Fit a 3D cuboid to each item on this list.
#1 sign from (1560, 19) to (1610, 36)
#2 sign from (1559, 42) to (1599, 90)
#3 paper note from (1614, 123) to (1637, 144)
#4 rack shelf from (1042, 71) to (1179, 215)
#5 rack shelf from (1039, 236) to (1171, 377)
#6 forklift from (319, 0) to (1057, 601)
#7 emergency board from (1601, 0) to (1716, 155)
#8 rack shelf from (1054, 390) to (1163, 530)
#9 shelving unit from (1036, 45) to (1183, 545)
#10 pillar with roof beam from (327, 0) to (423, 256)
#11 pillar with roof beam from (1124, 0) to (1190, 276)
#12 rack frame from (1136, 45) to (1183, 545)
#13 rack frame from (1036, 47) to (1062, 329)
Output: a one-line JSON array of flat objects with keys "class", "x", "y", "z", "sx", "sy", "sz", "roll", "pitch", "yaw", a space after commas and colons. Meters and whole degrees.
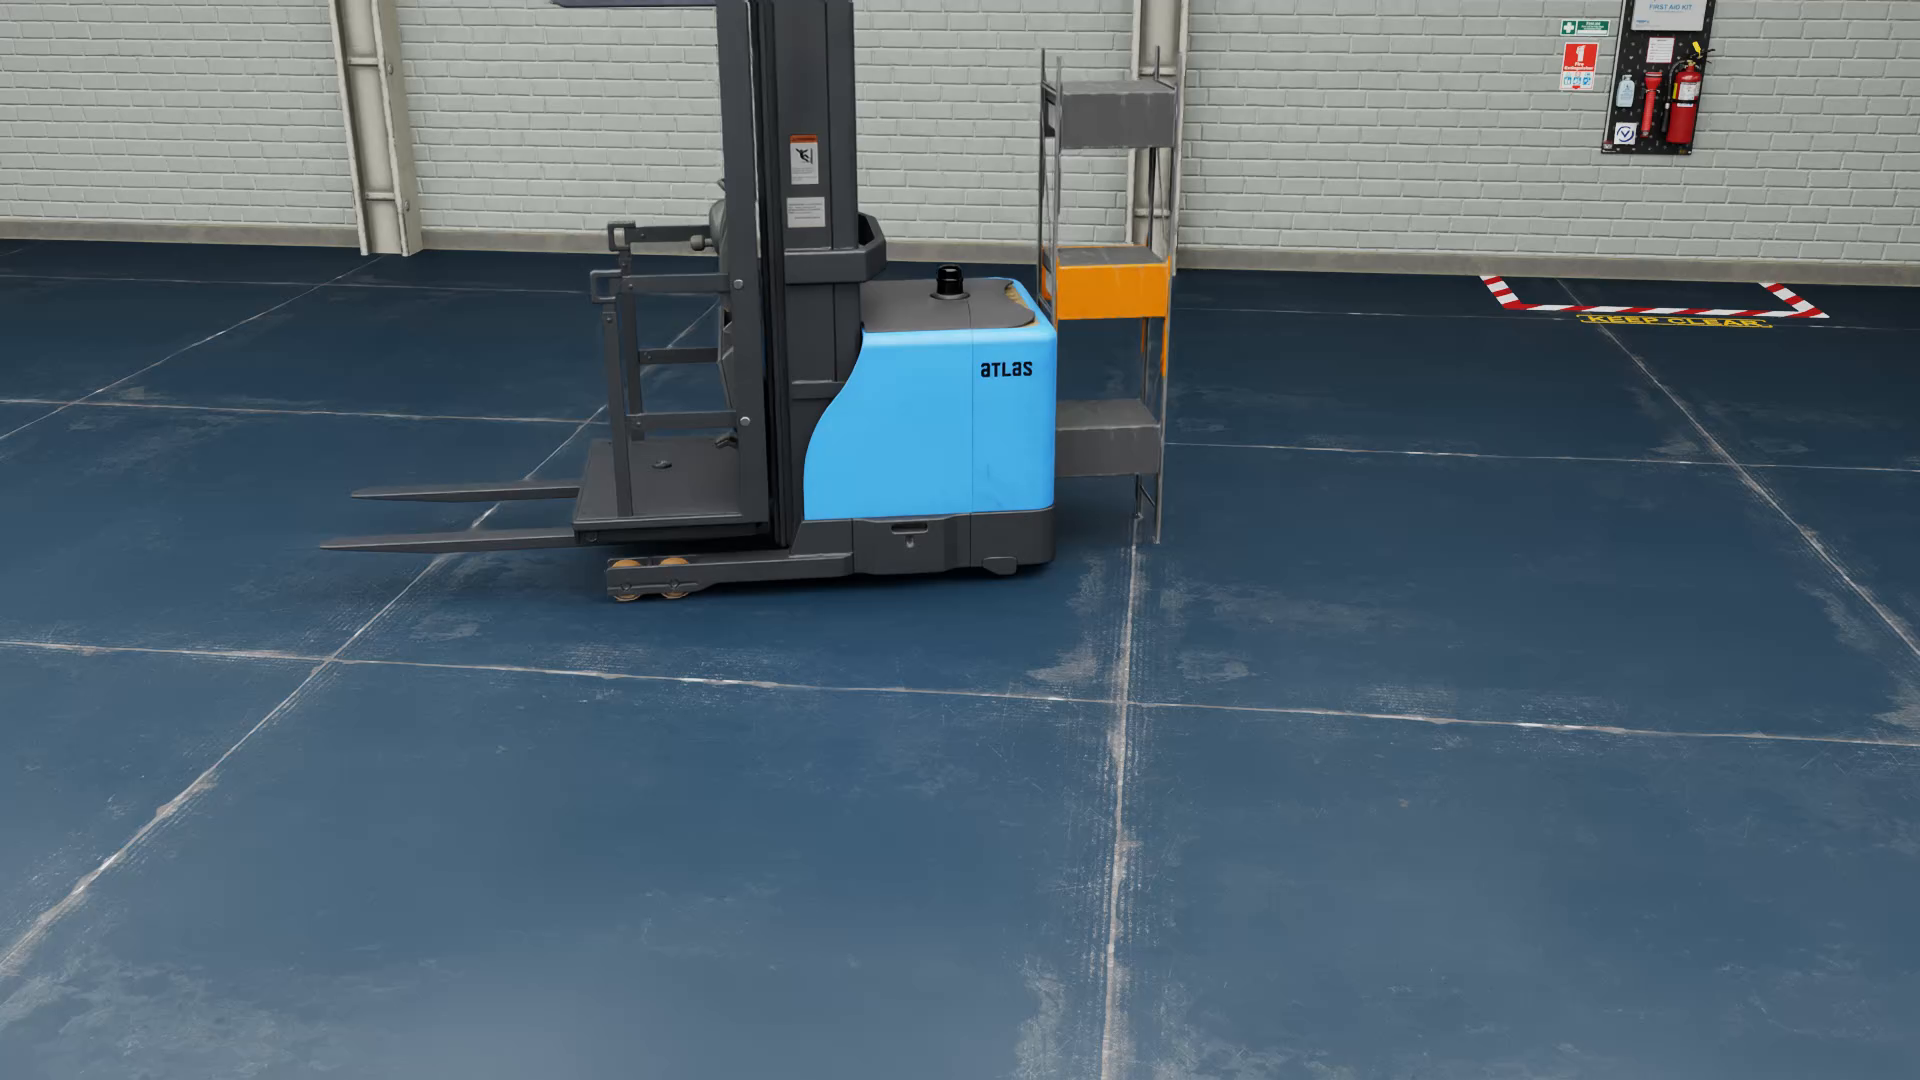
[{"class": "sign", "x": 4.413, "y": -3.617, "z": 11.740, "sx": 0.331, "sy": 0.109, "sz": 0.001, "roll": 2, "pitch": 22, "yaw": 6}, {"class": "sign", "x": 4.410, "y": -3.374, "z": 11.846, "sx": 0.234, "sy": 0.329, "sz": 0.001, "roll": 2, "pitch": 22, "yaw": 6}, {"class": "paper note", "x": 4.779, "y": -2.919, "z": 11.942, "sx": 0.142, "sy": 0.148, "sz": 0.016, "roll": 2, "pitch": 22, "yaw": 6}, {"class": "rack shelf", "x": 0.610, "y": -1.653, "z": 6.897, "sx": 0.480, "sy": 0.518, "sz": 0.431, "roll": -3, "pitch": 22, "yaw": -7}, {"class": "rack shelf", "x": 0.610, "y": -1.002, "z": 7.154, "sx": 0.480, "sy": 0.518, "sz": 0.431, "roll": -3, "pitch": 22, "yaw": -7}, {"class": "forklift", "x": -1.150, "y": -1.320, "z": 6.791, "sx": 3.031, "sy": 2.935, "sz": 1.130, "roll": -3, "pitch": 22, "yaw": -7}, {"class": "emergency board", "x": 4.947, "y": -3.296, "z": 11.697, "sx": 0.643, "sy": 1.169, "sz": 0.194, "roll": 2, "pitch": 22, "yaw": 6}, {"class": "rack shelf", "x": 0.610, "y": -0.351, "z": 7.412, "sx": 0.480, "sy": 0.518, "sz": 0.431, "roll": -3, "pitch": 22, "yaw": -7}, {"class": "shelving unit", "x": 0.610, "y": -1.014, "z": 7.149, "sx": 0.503, "sy": 2.100, "sz": 0.431, "roll": -3, "pitch": 22, "yaw": -7}, {"class": "pillar with roof beam", "x": -5.027, "y": -4.912, "z": 7.626, "sx": 0.400, "sy": 9.000, "sz": 9.100, "roll": 2, "pitch": 22, "yaw": 6}, {"class": "pillar with roof beam", "x": 0.931, "y": -4.653, "z": 6.969, "sx": 0.400, "sy": 9.000, "sz": 9.100, "roll": 2, "pitch": 22, "yaw": 6}, {"class": "rack frame", "x": 0.852, "y": -1.026, "z": 7.178, "sx": 0.015, "sy": 2.100, "sz": 0.400, "roll": -3, "pitch": 22, "yaw": -7}, {"class": "rack frame", "x": 0.368, "y": -1.003, "z": 7.120, "sx": 0.015, "sy": 2.100, "sz": 0.400, "roll": -3, "pitch": 22, "yaw": -7}]
